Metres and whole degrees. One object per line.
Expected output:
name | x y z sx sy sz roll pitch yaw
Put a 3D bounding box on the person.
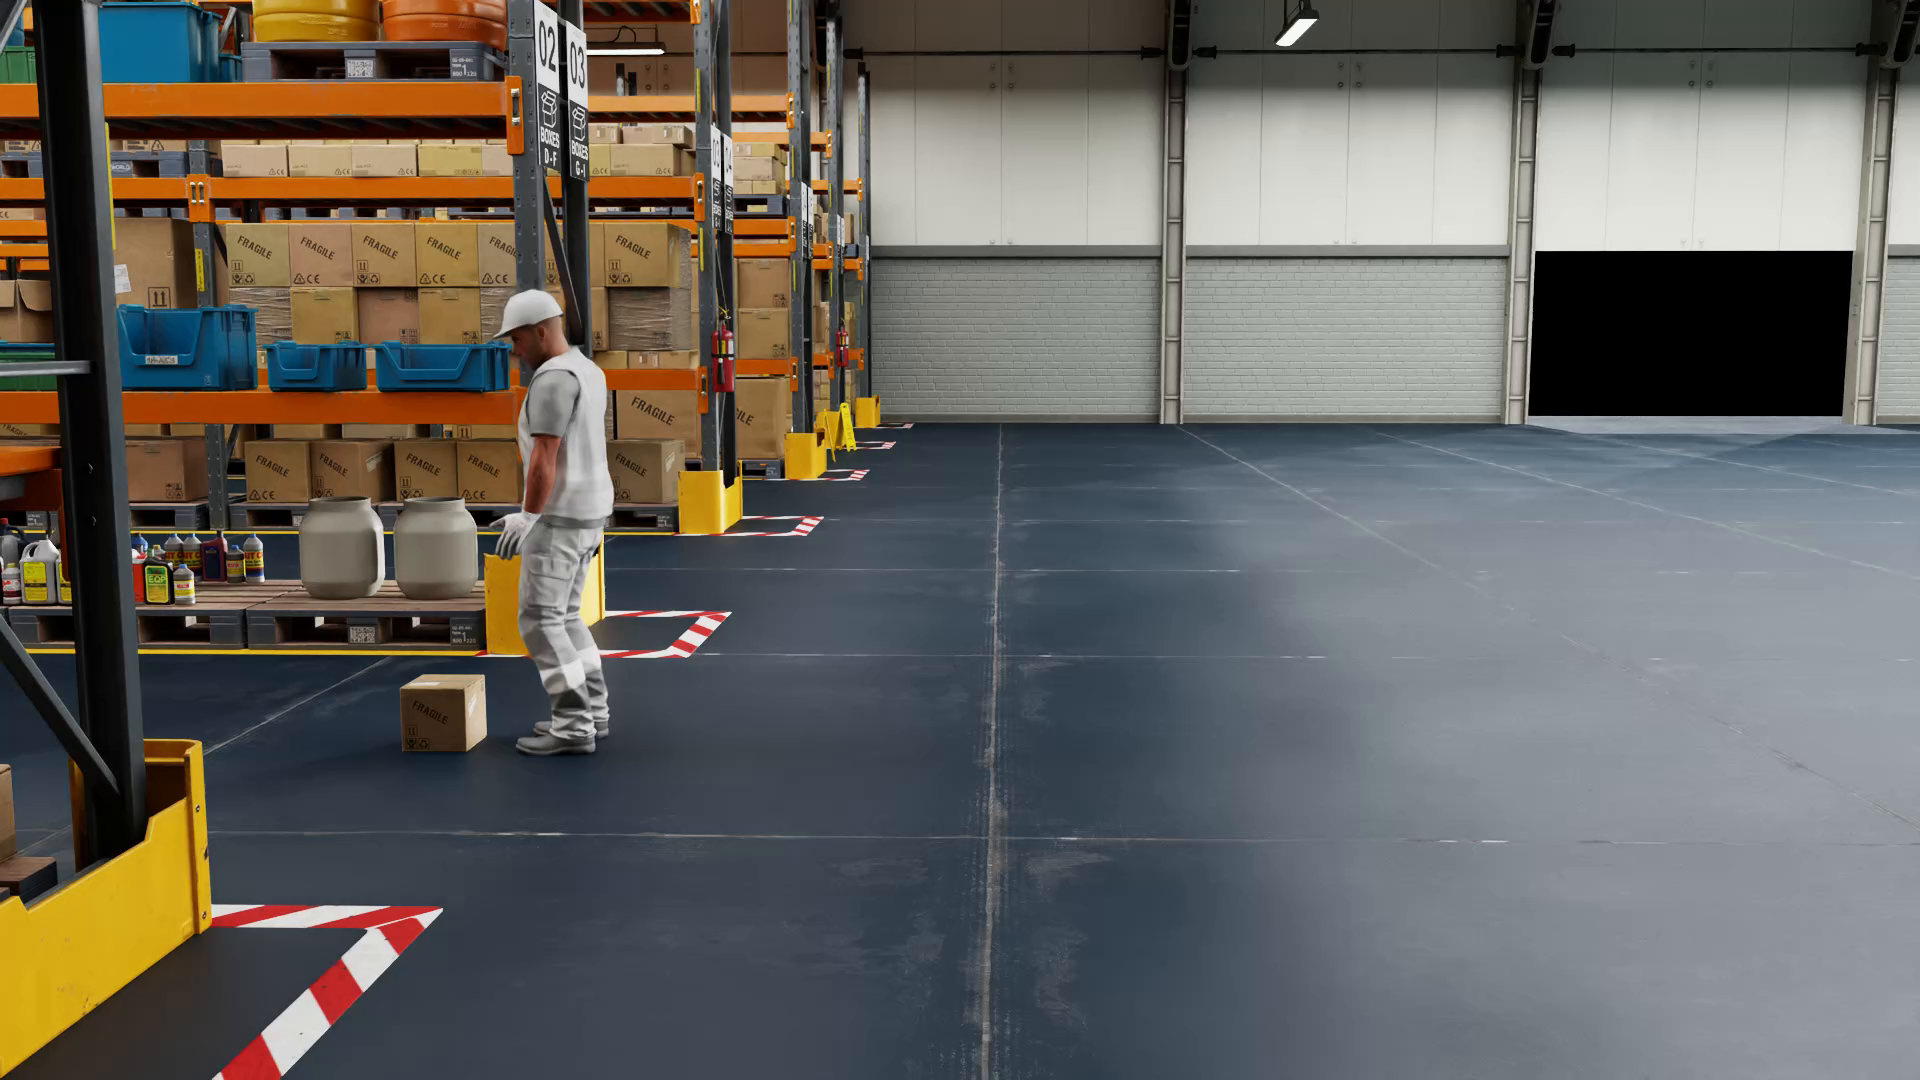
person | -1.549 -0.069 6.351 0.413 1.757 0.536 0 7 3
